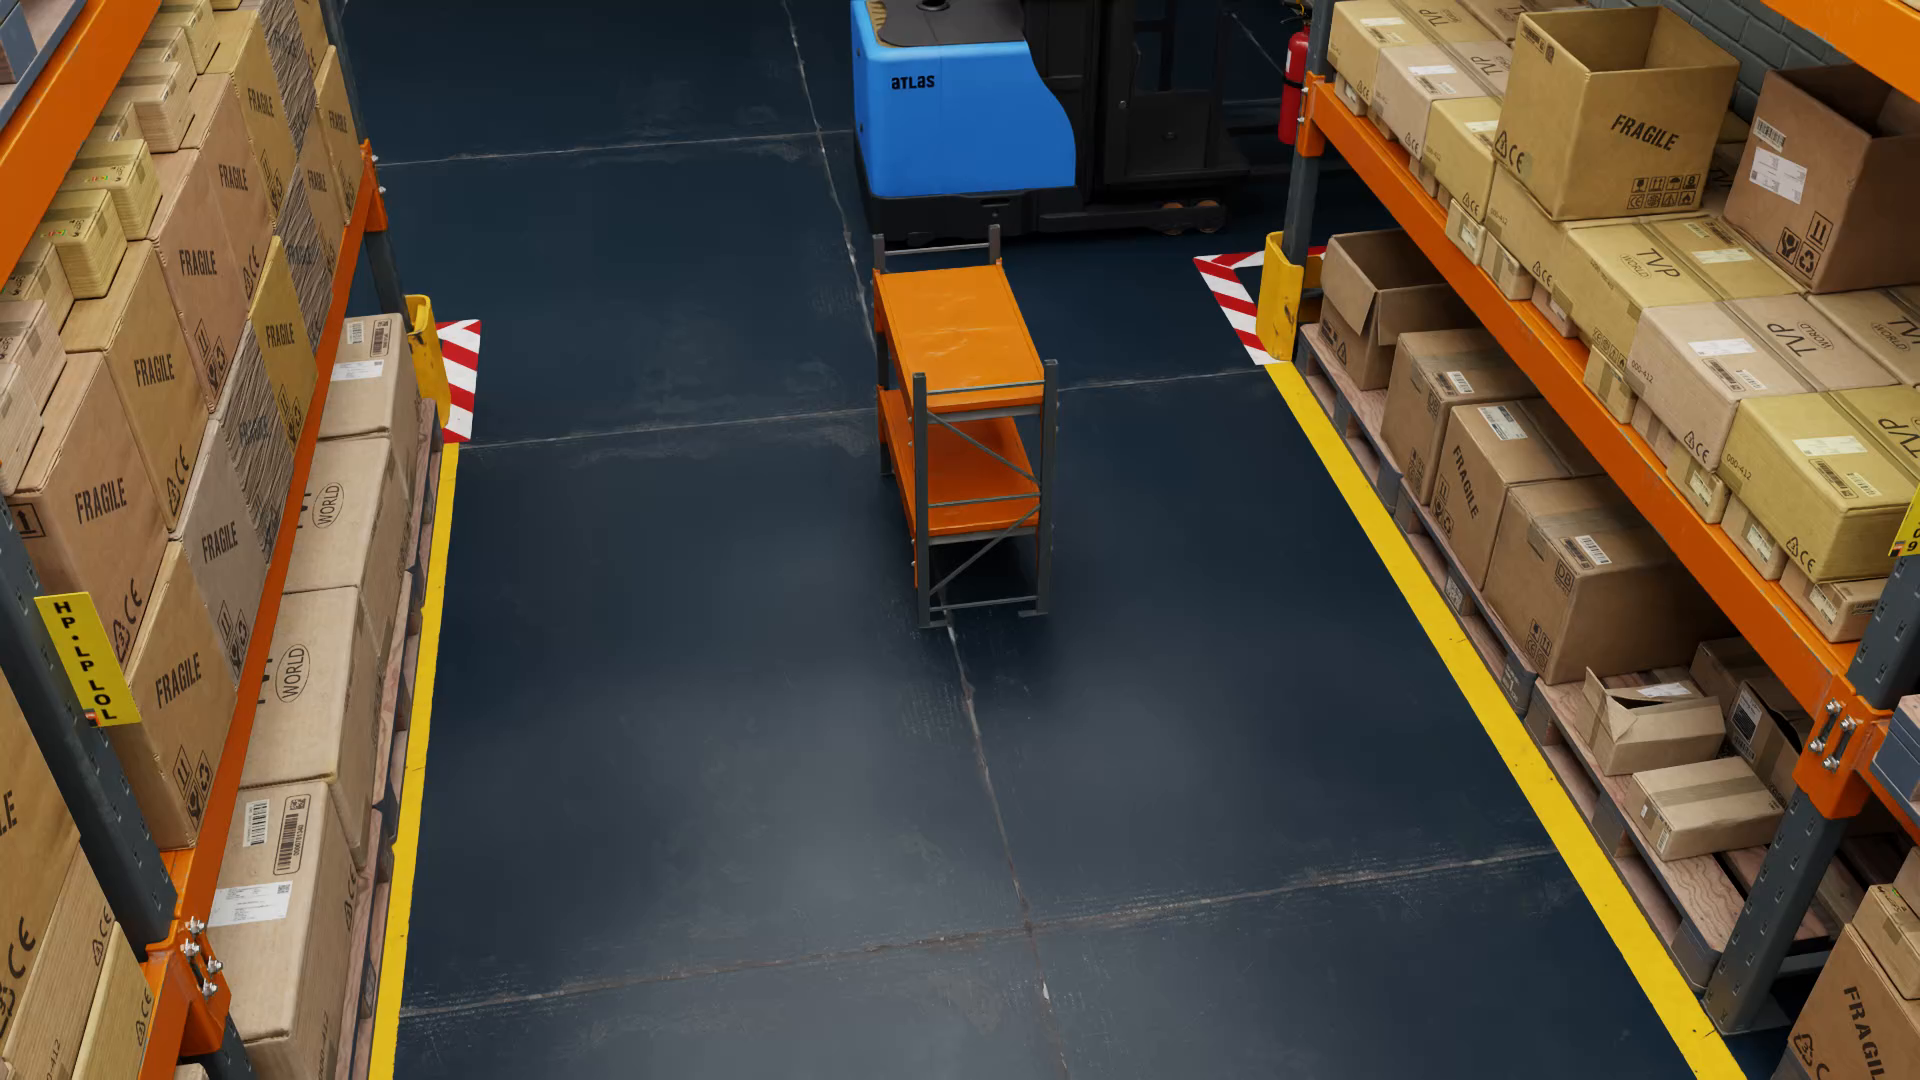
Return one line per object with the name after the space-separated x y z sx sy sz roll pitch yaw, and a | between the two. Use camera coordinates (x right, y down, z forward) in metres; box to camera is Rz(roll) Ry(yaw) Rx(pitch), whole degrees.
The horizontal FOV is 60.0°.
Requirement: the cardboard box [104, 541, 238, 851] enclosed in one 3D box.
-1.999 0.369 3.749 0.500 0.500 0.500 -5 38 -6 | cardboard box

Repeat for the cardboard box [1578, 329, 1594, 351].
2.244 -0.673 5.375 0.380 0.149 0.250 -6 38 -7 | cardboard box

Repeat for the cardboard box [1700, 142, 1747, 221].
2.615 -1.114 5.619 0.500 0.250 0.500 -6 38 -8 | cardboard box

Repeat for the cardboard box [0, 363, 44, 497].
-1.974 -0.189 3.124 0.380 0.149 0.250 -7 38 -9 | cardboard box

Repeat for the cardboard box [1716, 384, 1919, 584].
2.382 -0.156 4.386 0.500 0.250 0.500 -5 38 -7 | cardboard box

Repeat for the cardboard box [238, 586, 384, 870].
-2.337 0.634 5.235 0.875 0.438 0.875 -7 38 -9 | cardboard box

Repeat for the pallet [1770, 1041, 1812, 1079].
2.891 1.772 4.297 1.003 0.211 1.213 -6 38 -8 | pallet

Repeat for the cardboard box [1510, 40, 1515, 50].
2.441 -1.730 6.411 0.500 0.250 0.500 -6 38 -8 | cardboard box

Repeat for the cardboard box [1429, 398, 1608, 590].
2.130 -0.181 6.233 0.500 0.500 0.500 -6 38 -7 | cardboard box

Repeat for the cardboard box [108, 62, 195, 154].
-2.223 -1.111 4.310 0.380 0.149 0.250 -6 38 -8 | cardboard box

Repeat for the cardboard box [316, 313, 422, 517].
-2.662 -0.462 6.646 0.875 0.438 0.875 -7 38 -9 | cardboard box

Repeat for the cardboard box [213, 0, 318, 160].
-2.436 -1.553 5.407 0.500 0.500 0.500 -6 38 -8 | cardboard box

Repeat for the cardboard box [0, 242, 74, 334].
-2.122 -0.492 3.514 0.380 0.149 0.250 -7 38 -9 | cardboard box

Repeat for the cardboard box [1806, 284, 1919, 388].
2.796 -0.505 4.835 0.500 0.250 0.500 -7 38 -8 | cardboard box

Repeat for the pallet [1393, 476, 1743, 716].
2.375 0.131 6.409 1.003 0.211 1.213 -6 38 -8 | pallet

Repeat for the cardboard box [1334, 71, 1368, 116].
1.798 -1.905 6.962 0.380 0.149 0.250 -7 38 -8 | cardboard box

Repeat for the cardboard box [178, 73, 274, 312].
-2.267 -0.950 4.631 0.500 0.500 0.500 -6 38 -8 | cardboard box

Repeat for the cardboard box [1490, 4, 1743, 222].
2.088 -1.378 5.347 0.500 0.500 0.500 -5 38 -7 | cardboard box

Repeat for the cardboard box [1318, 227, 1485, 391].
2.024 -1.033 7.327 0.797 0.503 0.637 -8 38 -10 | cardboard box

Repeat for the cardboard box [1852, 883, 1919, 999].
2.513 0.994 4.192 0.380 0.149 0.250 -5 38 -6 | cardboard box

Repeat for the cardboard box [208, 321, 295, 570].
-2.164 -0.237 4.528 0.500 0.500 0.500 -6 38 -8 | cardboard box

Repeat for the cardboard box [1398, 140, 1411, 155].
1.968 -1.602 6.571 0.380 0.149 0.250 -7 38 -9 | cardboard box

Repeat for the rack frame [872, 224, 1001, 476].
-0.090 -0.755 6.805 0.500 1.125 0.032 -6 38 -8 | rack frame

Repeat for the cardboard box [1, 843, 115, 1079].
-1.858 0.822 2.962 0.500 0.250 0.500 -6 38 -8 | cardboard box

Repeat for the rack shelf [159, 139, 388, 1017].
-2.525 -0.204 5.154 1.077 0.370 4.000 -6 38 -8 | rack shelf

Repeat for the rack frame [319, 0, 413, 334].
-2.876 -1.696 6.489 1.000 3.000 0.127 -6 38 -8 | rack frame

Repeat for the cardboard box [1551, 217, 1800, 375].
2.205 -0.760 5.163 0.500 0.250 0.500 -6 38 -8 | cardboard box

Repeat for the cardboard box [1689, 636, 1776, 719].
2.752 0.457 5.698 0.380 0.149 0.250 -7 38 -9 | cardboard box

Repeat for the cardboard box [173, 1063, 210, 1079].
-1.987 1.759 3.431 0.875 0.875 0.875 -5 38 -7 | cardboard box

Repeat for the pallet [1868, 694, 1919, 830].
2.744 0.754 3.491 1.003 0.211 1.213 -6 38 -8 | pallet

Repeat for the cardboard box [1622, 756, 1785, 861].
2.325 0.839 5.207 0.380 0.149 0.250 -7 38 -9 | cardboard box

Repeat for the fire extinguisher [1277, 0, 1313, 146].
1.529 -2.094 7.367 0.296 0.674 0.183 -6 38 -8 | fire extinguisher

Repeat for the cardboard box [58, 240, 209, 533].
-2.102 -0.334 3.838 0.500 0.500 0.500 -7 38 -9 | cardboard box

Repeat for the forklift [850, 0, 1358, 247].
0.968 -3.094 8.343 3.031 2.935 1.130 -5 38 -7 | forklift

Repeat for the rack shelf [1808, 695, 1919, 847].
3.062 1.676 2.735 1.077 0.370 4.000 -6 38 -8 | rack shelf

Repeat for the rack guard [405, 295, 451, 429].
-2.880 -0.724 7.274 1.175 0.500 0.348 -6 38 -8 | rack guard

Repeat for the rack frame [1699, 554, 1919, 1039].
2.712 0.184 4.069 1.000 3.000 0.127 -6 38 -8 | rack frame

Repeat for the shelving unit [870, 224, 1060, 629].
-0.001 -0.448 6.410 0.538 1.125 1.048 -6 38 -8 | shelving unit

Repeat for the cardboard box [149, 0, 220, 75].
-2.338 -1.427 4.716 0.380 0.149 0.250 -5 38 -7 | cardboard box

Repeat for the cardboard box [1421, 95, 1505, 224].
2.005 -1.377 5.958 0.500 0.250 0.500 -7 38 -9 | cardboard box

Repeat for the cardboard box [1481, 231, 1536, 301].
2.041 -0.965 5.752 0.380 0.149 0.250 -5 38 -7 | cardboard box

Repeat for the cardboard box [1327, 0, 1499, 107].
1.825 -1.988 6.743 0.500 0.250 0.500 -6 38 -8 | cardboard box

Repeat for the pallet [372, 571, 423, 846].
-2.448 0.615 5.787 1.003 0.211 1.213 -6 38 -8 | pallet

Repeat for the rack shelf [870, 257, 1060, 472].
-0.001 -0.679 6.231 0.538 0.278 1.000 -6 38 -8 | rack shelf

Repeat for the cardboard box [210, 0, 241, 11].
-2.416 -1.737 5.116 0.380 0.149 0.250 -5 38 -7 | cardboard box

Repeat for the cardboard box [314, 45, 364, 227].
-2.531 -1.473 6.119 0.500 0.500 0.500 -6 38 -8 | cardboard box

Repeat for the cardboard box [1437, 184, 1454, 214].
2.004 -1.282 6.161 0.380 0.149 0.250 -6 38 -7 | cardboard box

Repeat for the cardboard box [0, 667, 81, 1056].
-1.849 0.528 2.729 0.500 0.500 0.500 -5 38 -6 | cardboard box

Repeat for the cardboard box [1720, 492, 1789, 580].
2.340 -0.038 4.558 0.380 0.149 0.250 -5 38 -7 | cardboard box

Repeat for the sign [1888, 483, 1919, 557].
2.179 -0.095 3.722 0.100 0.325 0.005 -6 38 -8 | sign

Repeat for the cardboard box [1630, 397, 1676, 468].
2.251 -0.353 4.965 0.380 0.149 0.250 -5 38 -7 | cardboard box

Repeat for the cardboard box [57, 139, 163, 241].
-2.123 -0.813 3.926 0.380 0.149 0.250 -7 38 -9 | cardboard box

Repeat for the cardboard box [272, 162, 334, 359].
-2.358 -0.859 5.329 0.500 0.500 0.500 -5 38 -7 | cardboard box
